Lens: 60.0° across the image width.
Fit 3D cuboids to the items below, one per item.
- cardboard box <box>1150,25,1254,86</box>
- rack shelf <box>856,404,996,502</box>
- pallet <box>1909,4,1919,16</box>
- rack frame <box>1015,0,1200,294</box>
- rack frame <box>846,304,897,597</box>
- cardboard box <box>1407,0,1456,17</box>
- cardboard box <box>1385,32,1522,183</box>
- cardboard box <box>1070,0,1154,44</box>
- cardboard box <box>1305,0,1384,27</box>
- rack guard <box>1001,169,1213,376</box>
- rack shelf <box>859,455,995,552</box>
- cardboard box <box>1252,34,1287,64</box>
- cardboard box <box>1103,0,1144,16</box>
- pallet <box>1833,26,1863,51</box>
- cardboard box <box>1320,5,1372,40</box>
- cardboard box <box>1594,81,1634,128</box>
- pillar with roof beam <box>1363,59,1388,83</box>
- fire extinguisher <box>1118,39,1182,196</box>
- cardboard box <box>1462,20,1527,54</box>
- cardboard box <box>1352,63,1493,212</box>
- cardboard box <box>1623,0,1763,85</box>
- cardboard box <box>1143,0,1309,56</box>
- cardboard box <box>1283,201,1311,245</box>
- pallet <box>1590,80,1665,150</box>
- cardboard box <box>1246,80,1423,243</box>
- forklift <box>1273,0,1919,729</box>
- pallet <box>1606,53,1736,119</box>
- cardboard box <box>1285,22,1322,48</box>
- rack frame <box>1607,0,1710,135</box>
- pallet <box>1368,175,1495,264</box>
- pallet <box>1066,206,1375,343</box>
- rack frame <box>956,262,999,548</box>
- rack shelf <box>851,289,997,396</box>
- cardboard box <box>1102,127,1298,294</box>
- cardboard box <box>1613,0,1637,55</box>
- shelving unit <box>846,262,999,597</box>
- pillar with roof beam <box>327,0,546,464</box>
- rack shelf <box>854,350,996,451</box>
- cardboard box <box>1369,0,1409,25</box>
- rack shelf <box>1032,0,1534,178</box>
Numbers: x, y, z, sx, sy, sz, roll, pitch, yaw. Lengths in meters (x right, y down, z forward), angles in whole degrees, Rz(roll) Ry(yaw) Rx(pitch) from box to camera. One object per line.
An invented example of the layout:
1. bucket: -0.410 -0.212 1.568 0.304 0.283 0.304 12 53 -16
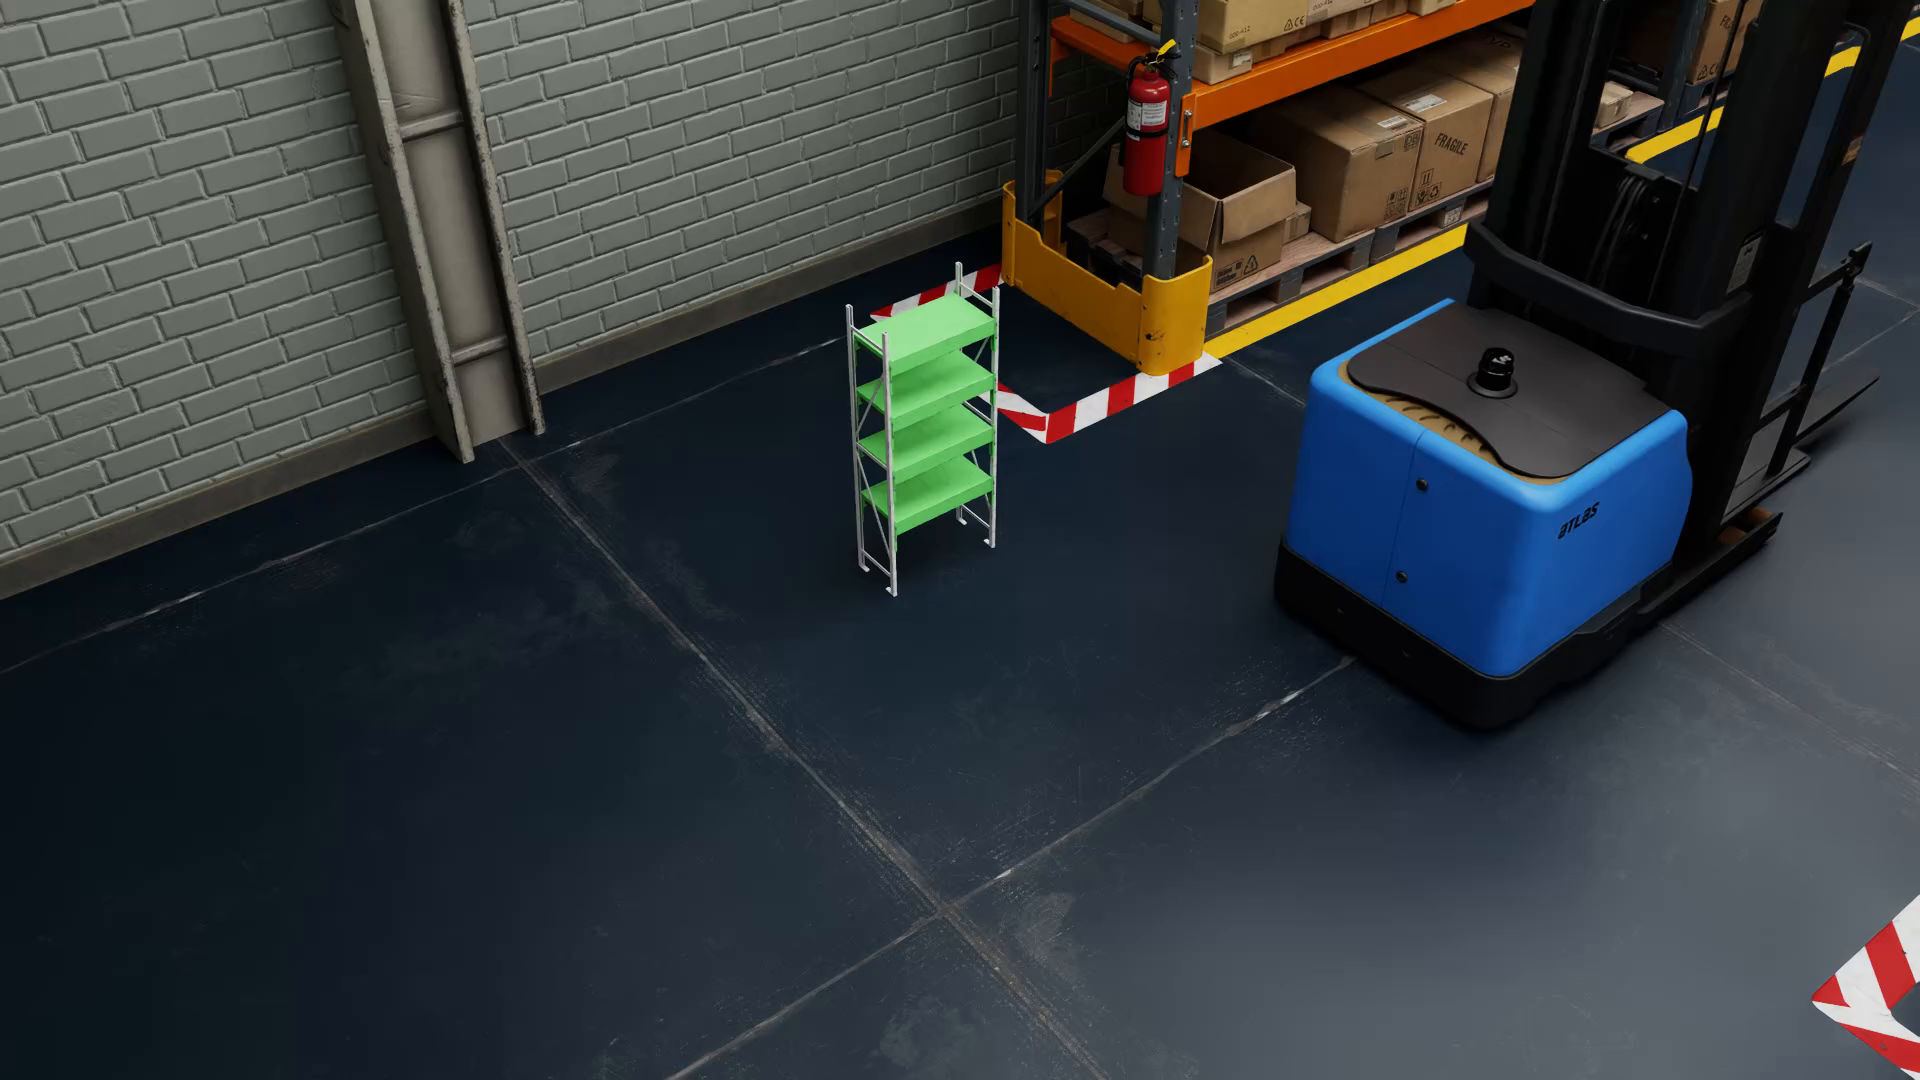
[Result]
1. cardboard box: 1.041 -2.121 7.168 0.250 0.149 0.380 -26 46 -28
2. rack shelf: -0.131 -0.350 6.332 0.480 0.148 0.258 -26 46 -28
3. pallet: 6.342 -3.973 11.426 1.213 0.211 1.003 -26 46 -28
4. rack frame: 0.614 -2.229 7.102 0.127 3.000 1.000 -26 46 -28
5. rack frame: -0.325 -0.306 6.176 0.015 1.200 0.240 -26 46 -28
6. cardboard box: 2.093 -2.593 7.744 0.250 0.149 0.380 -27 47 -29
7. cardboard box: 2.681 -2.325 8.859 0.500 0.500 0.700 -28 47 -30
8. cardboard box: 0.713 -2.395 7.502 0.250 0.149 0.380 -27 46 -29
9. cardboard box: 1.537 -2.520 7.341 0.500 0.250 0.500 -25 46 -28
10. rack guard: 0.674 -1.292 7.930 0.348 0.500 1.175 -26 46 -28
11. rack shelf: -0.131 -0.165 6.484 0.480 0.148 0.258 -26 46 -28
12. cardboard box: 1.215 -2.242 7.316 0.250 0.149 0.380 -25 45 -27
13. cardboard box: 0.817 -2.597 7.434 0.500 0.250 0.500 -25 45 -27
14. pallet: 5.375 -3.504 10.855 1.213 0.211 1.003 -26 46 -28
15. cardboard box: 1.640 -2.428 7.543 0.250 0.149 0.380 -25 45 -27
16. cardboard box: 3.522 -2.472 9.315 0.250 0.149 0.380 -27 47 -29
17. pillar with roof beam: 5.307 -4.113 4.669 0.400 9.000 9.100 -26 46 -28
18. fire extinguisher: 0.779 -1.765 6.892 0.183 0.674 0.296 -26 46 -28
19. cardboard box: 3.117 -2.761 9.539 0.500 0.311 0.500 -24 45 -27
20. cardboard box: 2.338 -2.078 8.558 0.500 0.500 0.500 -25 46 -27
21. cardboard box: 4.306 -3.044 9.736 0.500 0.500 0.500 -24 45 -26
22. cardboard box: 1.138 -2.326 7.103 0.500 0.250 0.500 -26 46 -28
23. cardboard box: 1.517 -1.622 8.279 0.250 0.149 0.380 -28 47 -30
24. pallet: 3.240 -2.431 9.548 1.213 0.211 1.003 -26 46 -28
25. cardboard box: 1.858 -1.924 8.370 0.500 0.500 0.700 -24 45 -26
26. forklift: 2.667 -1.255 5.969 3.031 2.935 1.130 -28 47 -30
27. pallet: 4.407 -3.030 10.277 1.213 0.211 1.003 -26 46 -28
28. cardboard box: 1.402 -2.361 7.461 0.250 0.149 0.380 -27 46 -29
29. rack frame: 3.785 -3.775 8.986 0.127 3.000 1.000 -26 46 -28
30. pallet: 2.272 -1.957 8.970 1.213 0.211 1.003 -26 46 -28
31. pallet: 1.305 -1.488 8.398 1.213 0.211 1.003 -26 46 -28
32. rack frame: 0.062 -0.494 6.406 0.015 1.200 0.240 -26 46 -28
33. rack shelf: -0.131 -0.722 6.028 0.480 0.148 0.258 -26 46 -28
34. cardboard box: 1.156 -1.615 7.990 0.637 0.503 0.797 -28 47 -30
35. cardboard box: 3.994 -3.309 10.058 0.500 0.500 0.500 -26 46 -28
36. shelving unit: -0.131 -0.400 6.291 0.503 1.200 0.258 -26 46 -28
37. pillar with roof beam: 0.550 -1.794 1.842 0.400 9.000 9.100 -26 46 -28
38. rack shelf: -0.131 -0.536 6.180 0.480 0.148 0.258 -26 46 -28
39. cardboard box: 1.847 -2.534 7.671 0.250 0.149 0.380 -25 46 -27
40. rack shelf: 2.199 -2.723 8.272 4.000 0.370 1.077 -26 46 -28
